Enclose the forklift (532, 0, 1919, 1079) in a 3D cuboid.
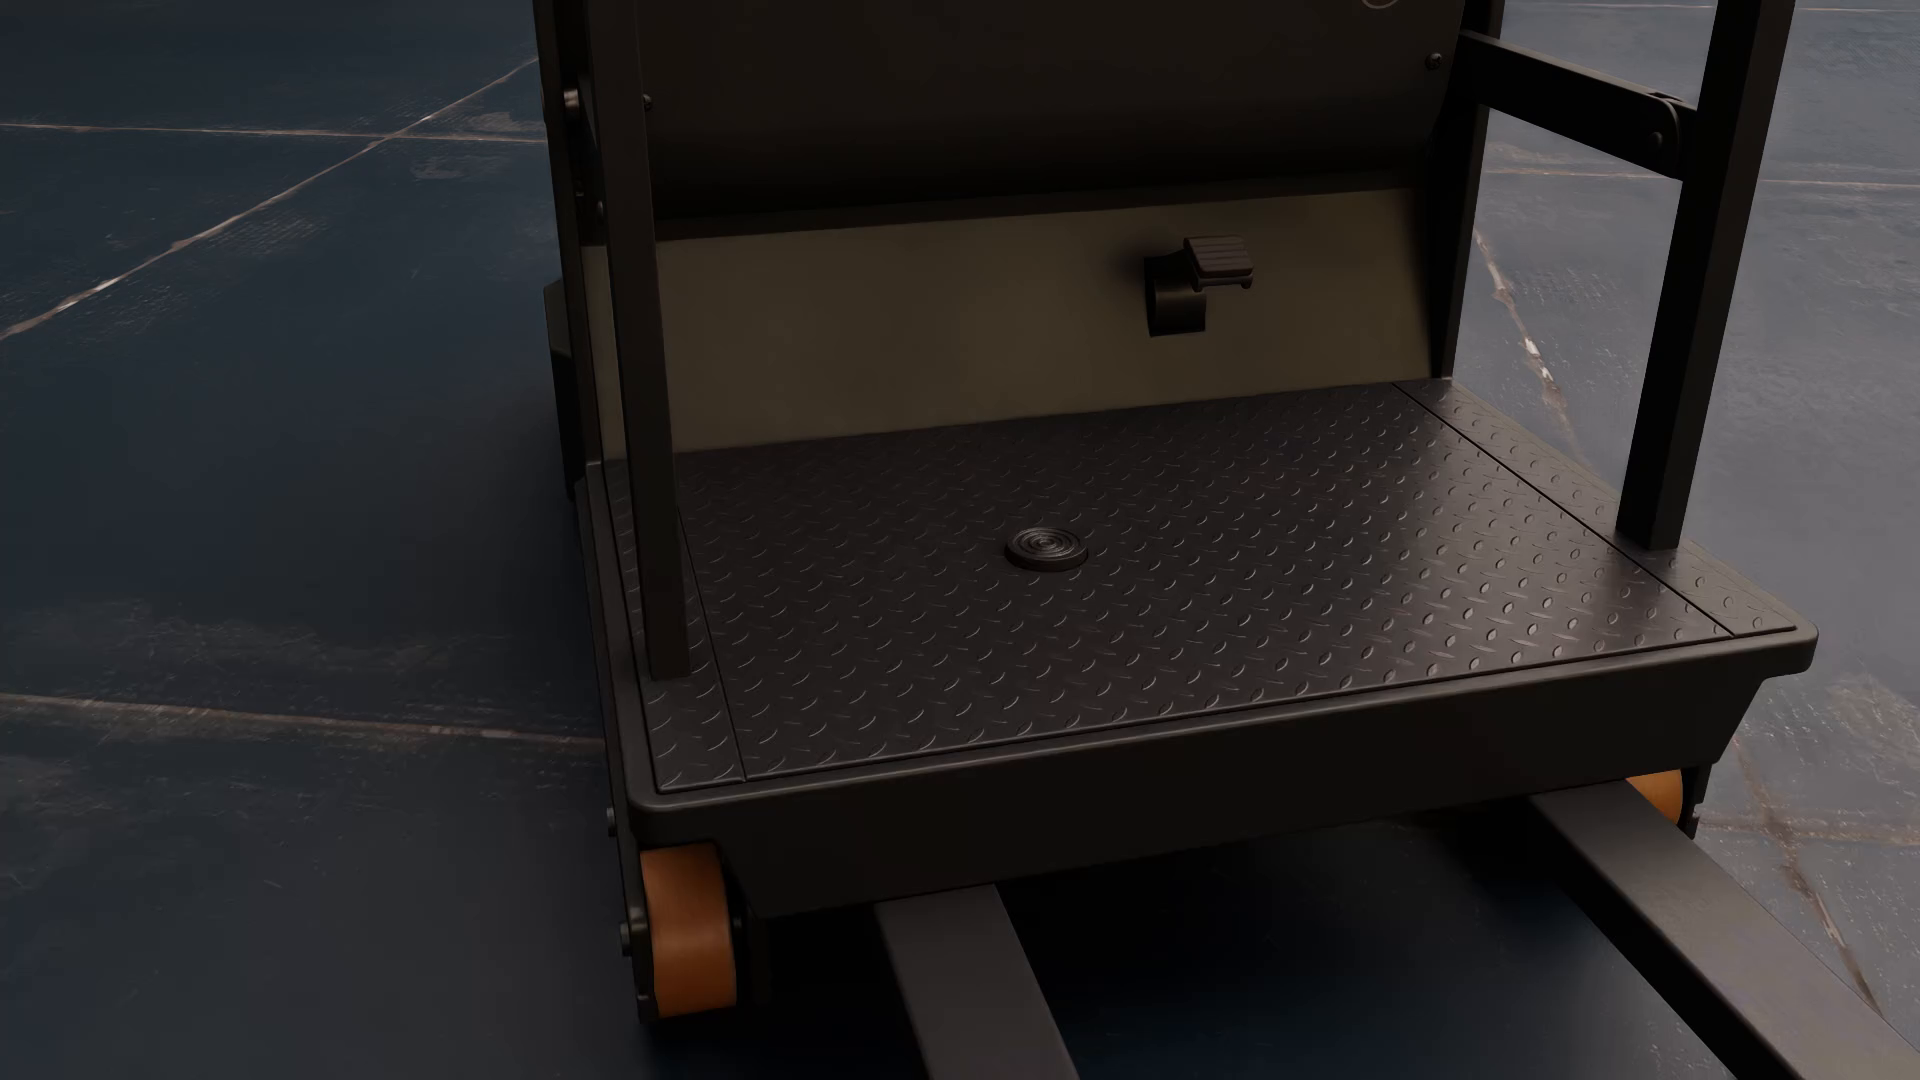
[{"bbox_3d":[0.153,-1.049,1.319,1.130,2.935,3.031,-7,27,-13],"label":"forklift"}]
